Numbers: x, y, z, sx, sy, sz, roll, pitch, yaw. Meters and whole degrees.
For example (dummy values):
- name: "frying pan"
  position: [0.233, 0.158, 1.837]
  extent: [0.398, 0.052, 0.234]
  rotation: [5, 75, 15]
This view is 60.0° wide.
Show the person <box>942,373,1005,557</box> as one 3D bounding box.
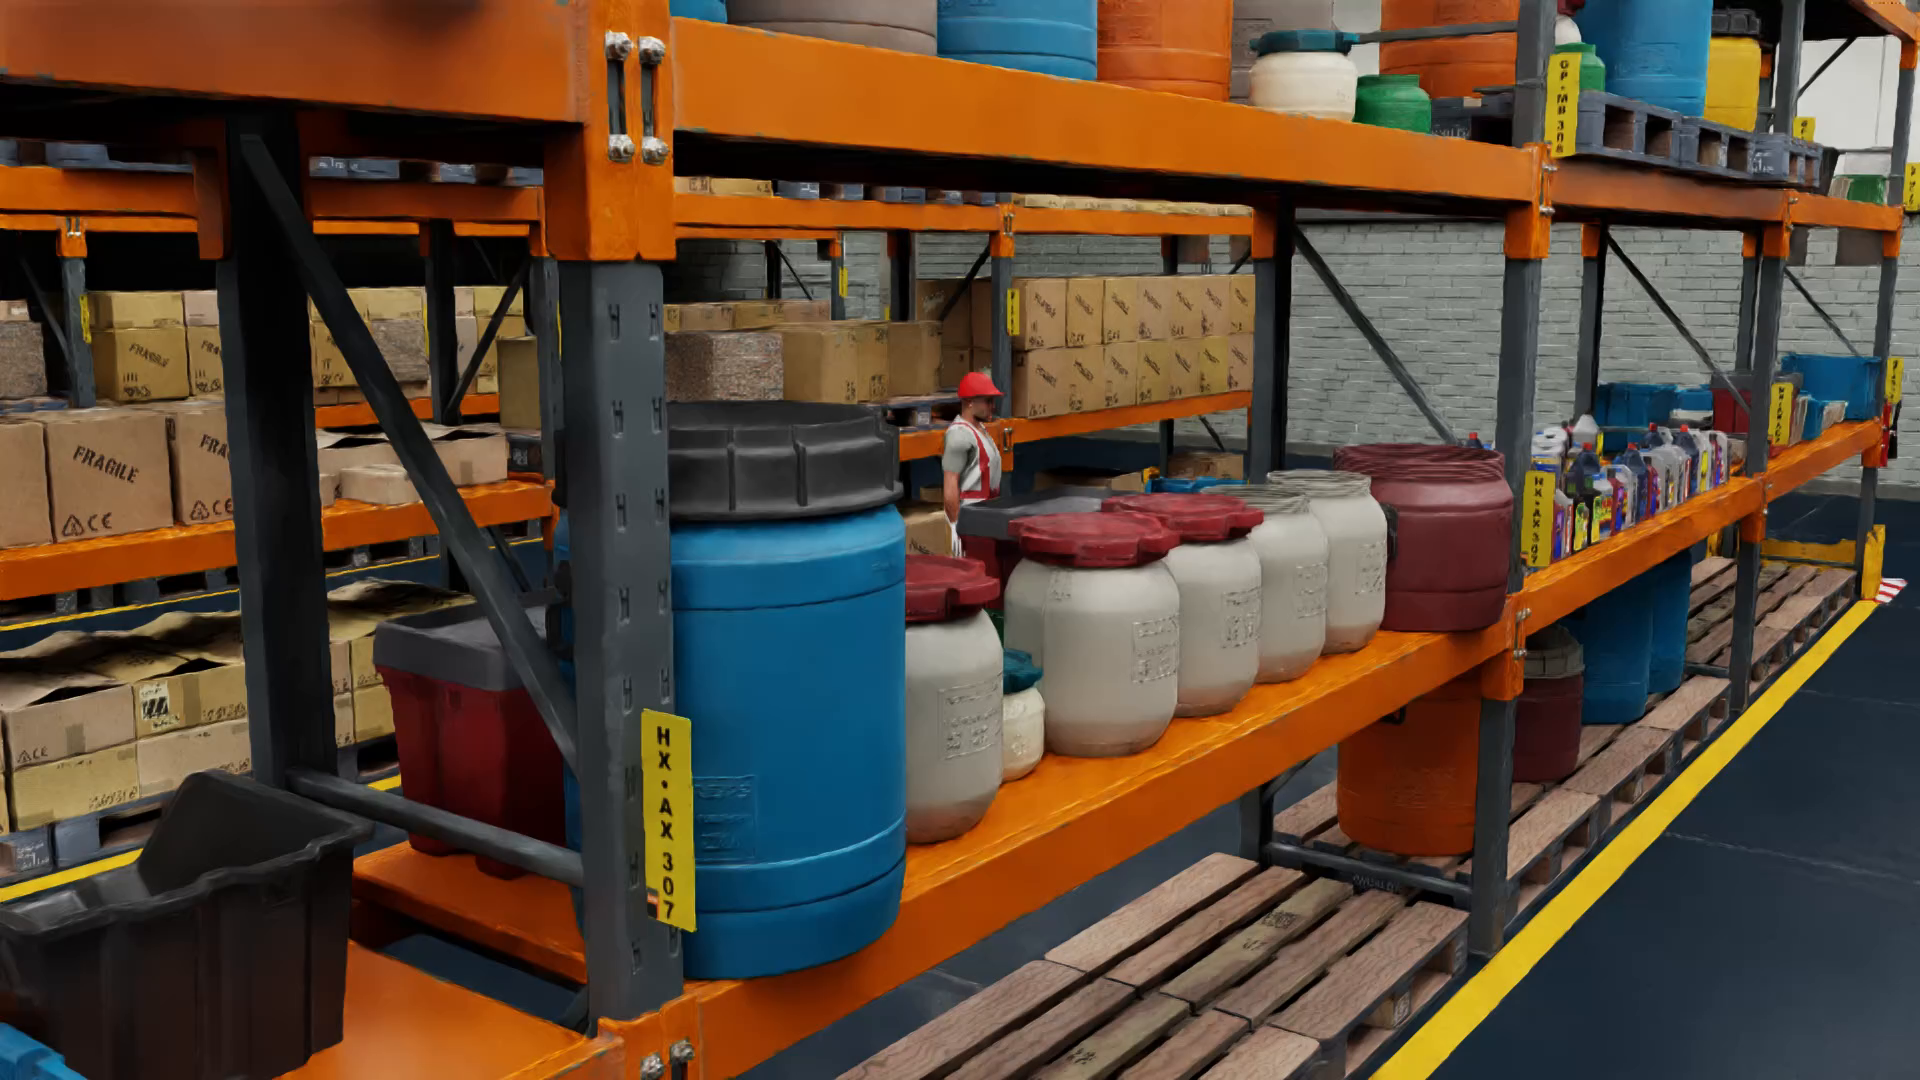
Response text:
- name: "person"
  position: [0.192, -0.090, 9.791]
  extent: [0.614, 1.786, 0.665]
  rotation: [1, 10, 8]
